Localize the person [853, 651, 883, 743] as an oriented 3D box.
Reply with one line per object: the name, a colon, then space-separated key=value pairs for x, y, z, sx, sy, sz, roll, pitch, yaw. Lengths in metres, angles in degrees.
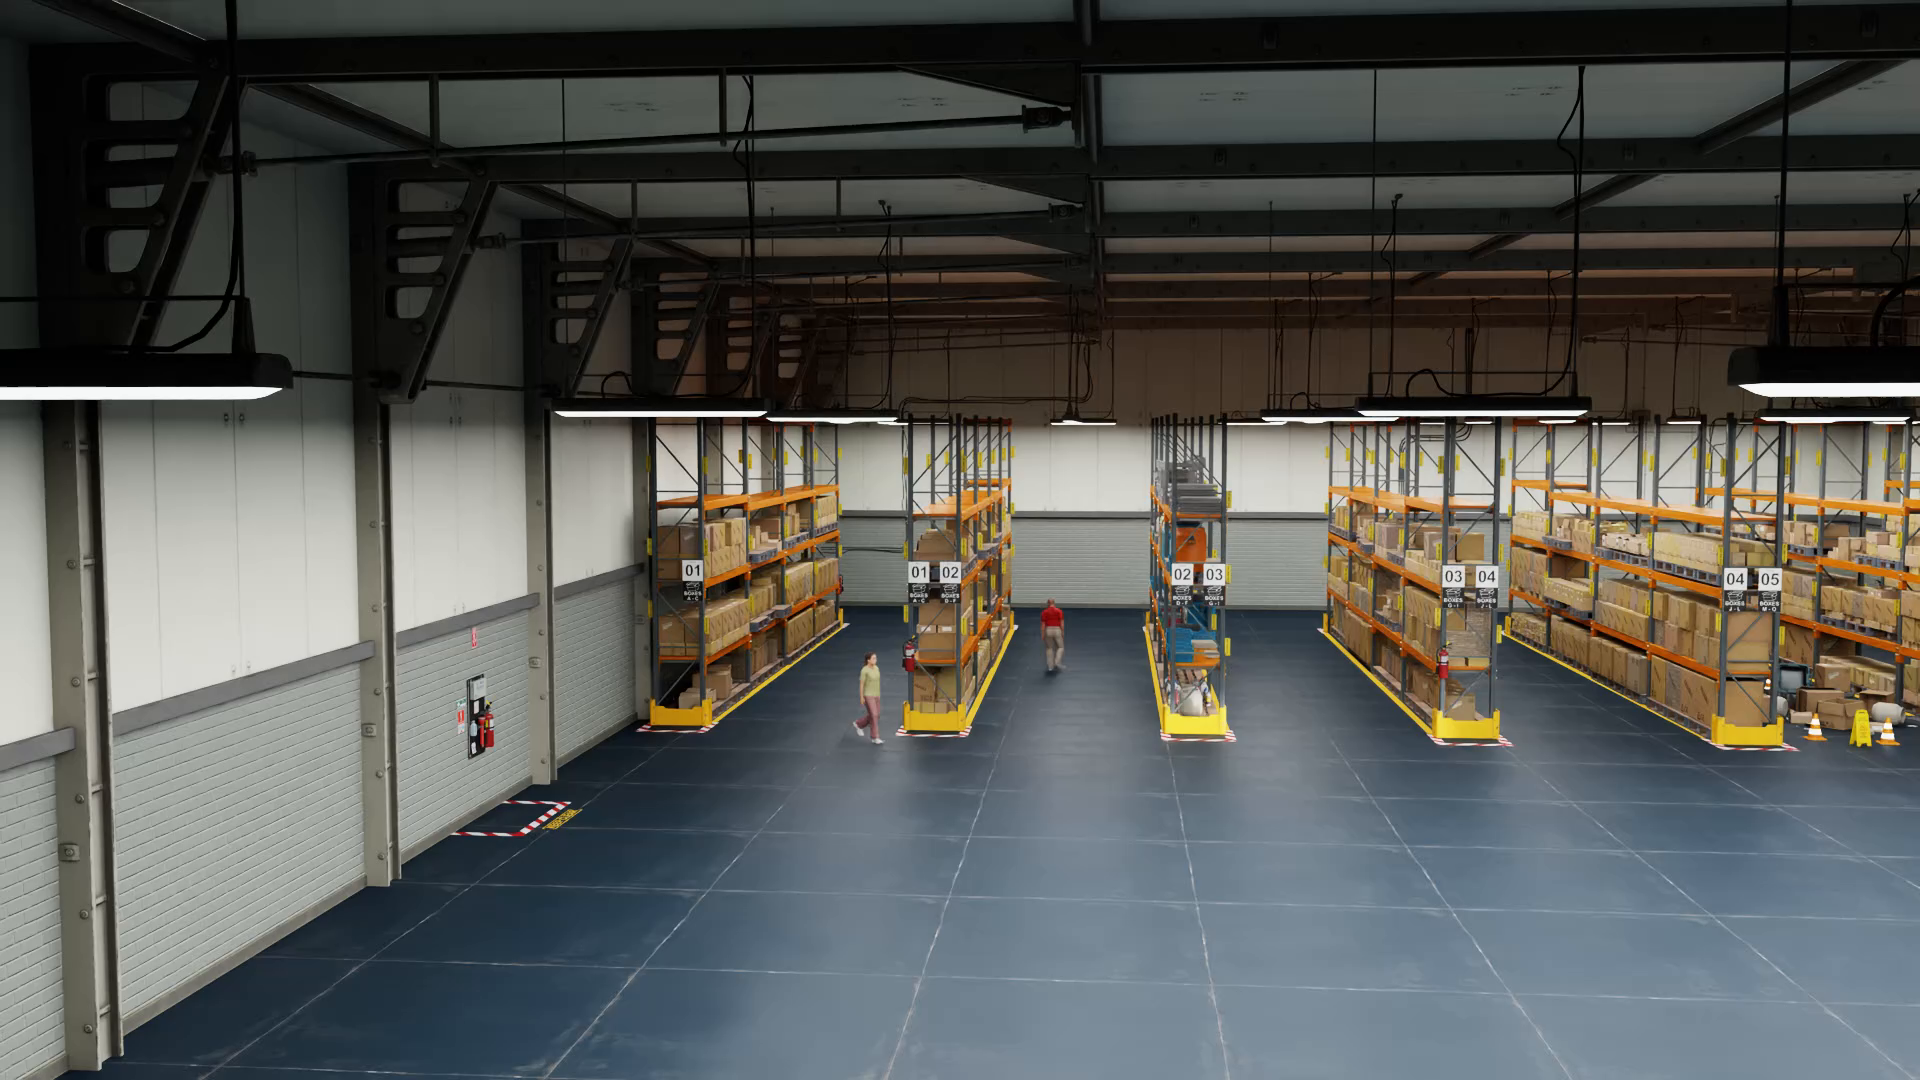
person: x=-1.641 y=2.845 z=30.331 sx=0.810 sy=1.647 sz=0.495 roll=3 pitch=5 yaw=37

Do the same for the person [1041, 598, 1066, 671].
person: x=2.202 y=2.228 z=39.180 sx=0.605 sy=1.722 sz=0.533 roll=0 pitch=4 yaw=7

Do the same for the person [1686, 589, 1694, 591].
person: x=18.662 y=2.008 z=42.346 sx=0.537 sy=1.713 sz=0.522 roll=-2 pitch=4 yaw=-29
